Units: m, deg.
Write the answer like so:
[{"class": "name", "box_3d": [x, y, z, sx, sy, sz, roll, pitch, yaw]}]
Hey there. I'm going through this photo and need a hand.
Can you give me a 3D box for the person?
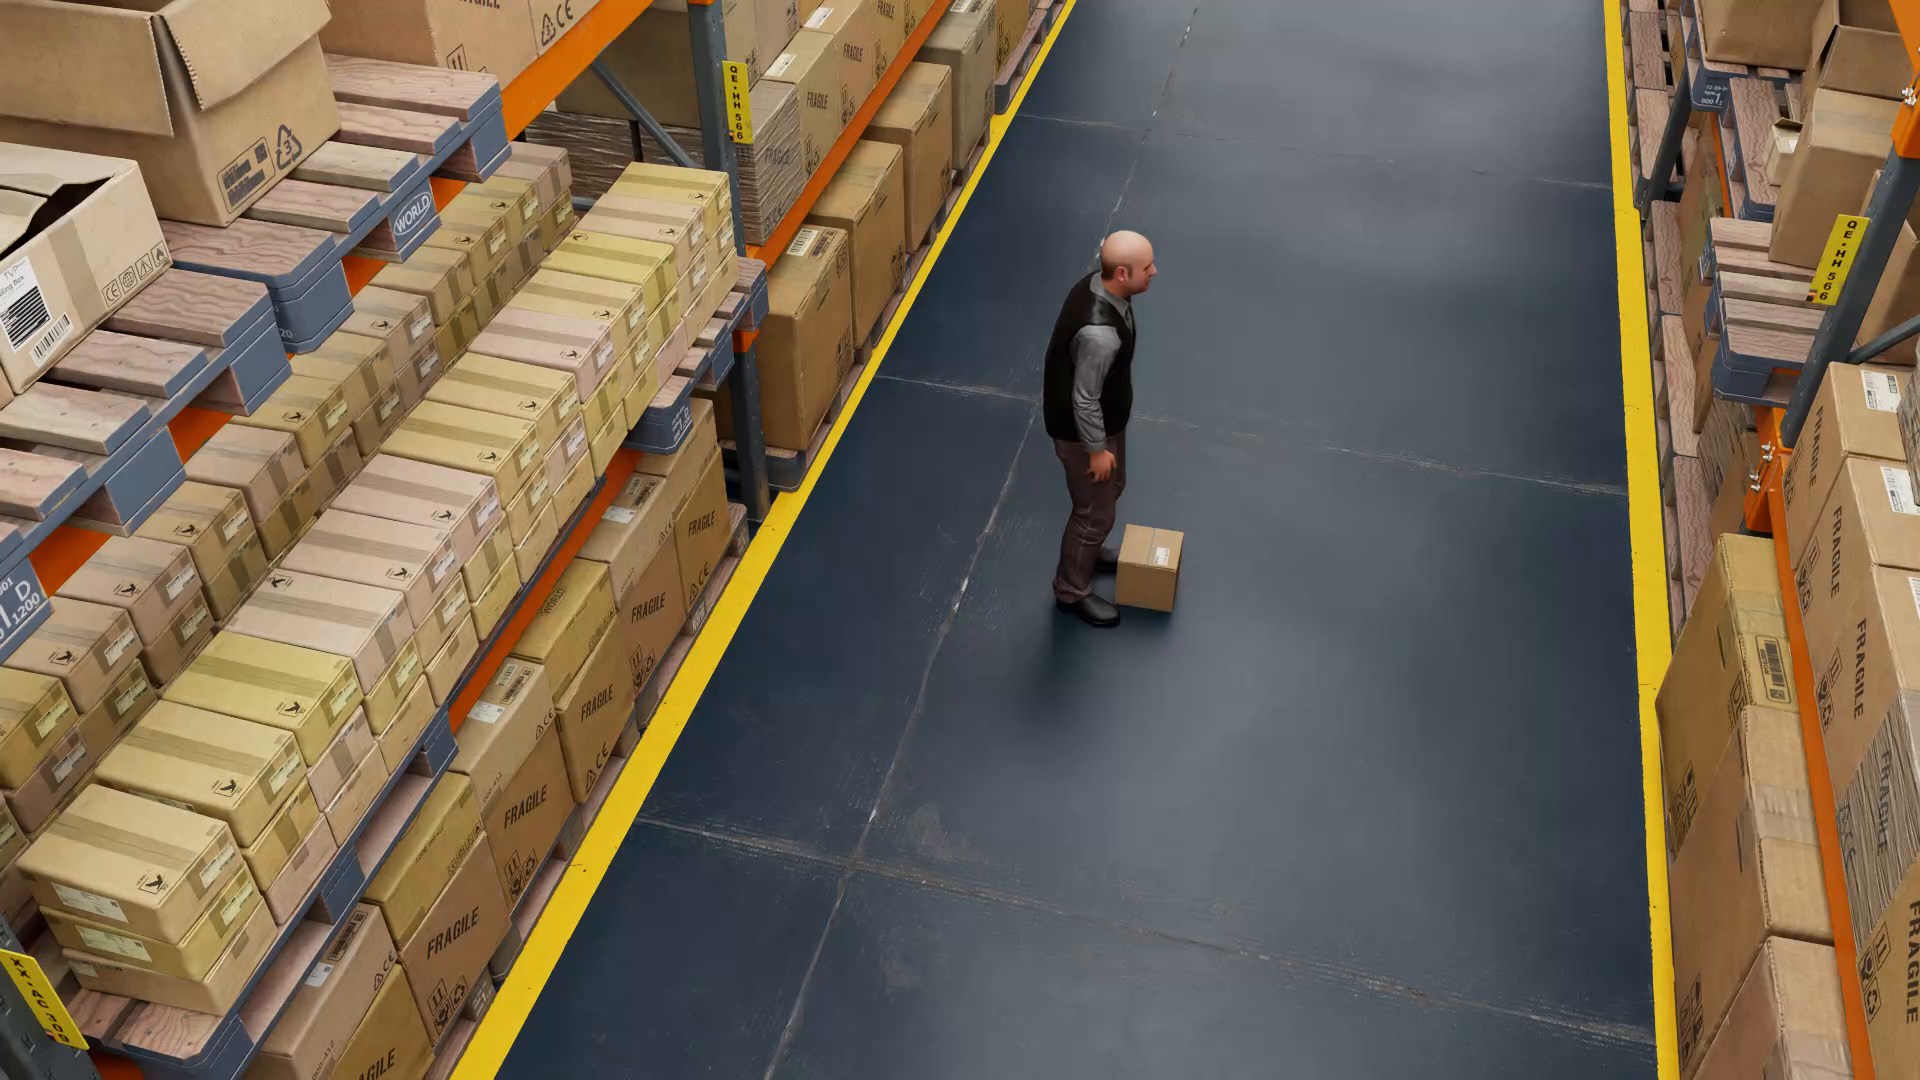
[{"class": "person", "box_3d": [0.540, -0.483, 6.737, 0.414, 1.721, 0.594, 8, 41, 9]}]
